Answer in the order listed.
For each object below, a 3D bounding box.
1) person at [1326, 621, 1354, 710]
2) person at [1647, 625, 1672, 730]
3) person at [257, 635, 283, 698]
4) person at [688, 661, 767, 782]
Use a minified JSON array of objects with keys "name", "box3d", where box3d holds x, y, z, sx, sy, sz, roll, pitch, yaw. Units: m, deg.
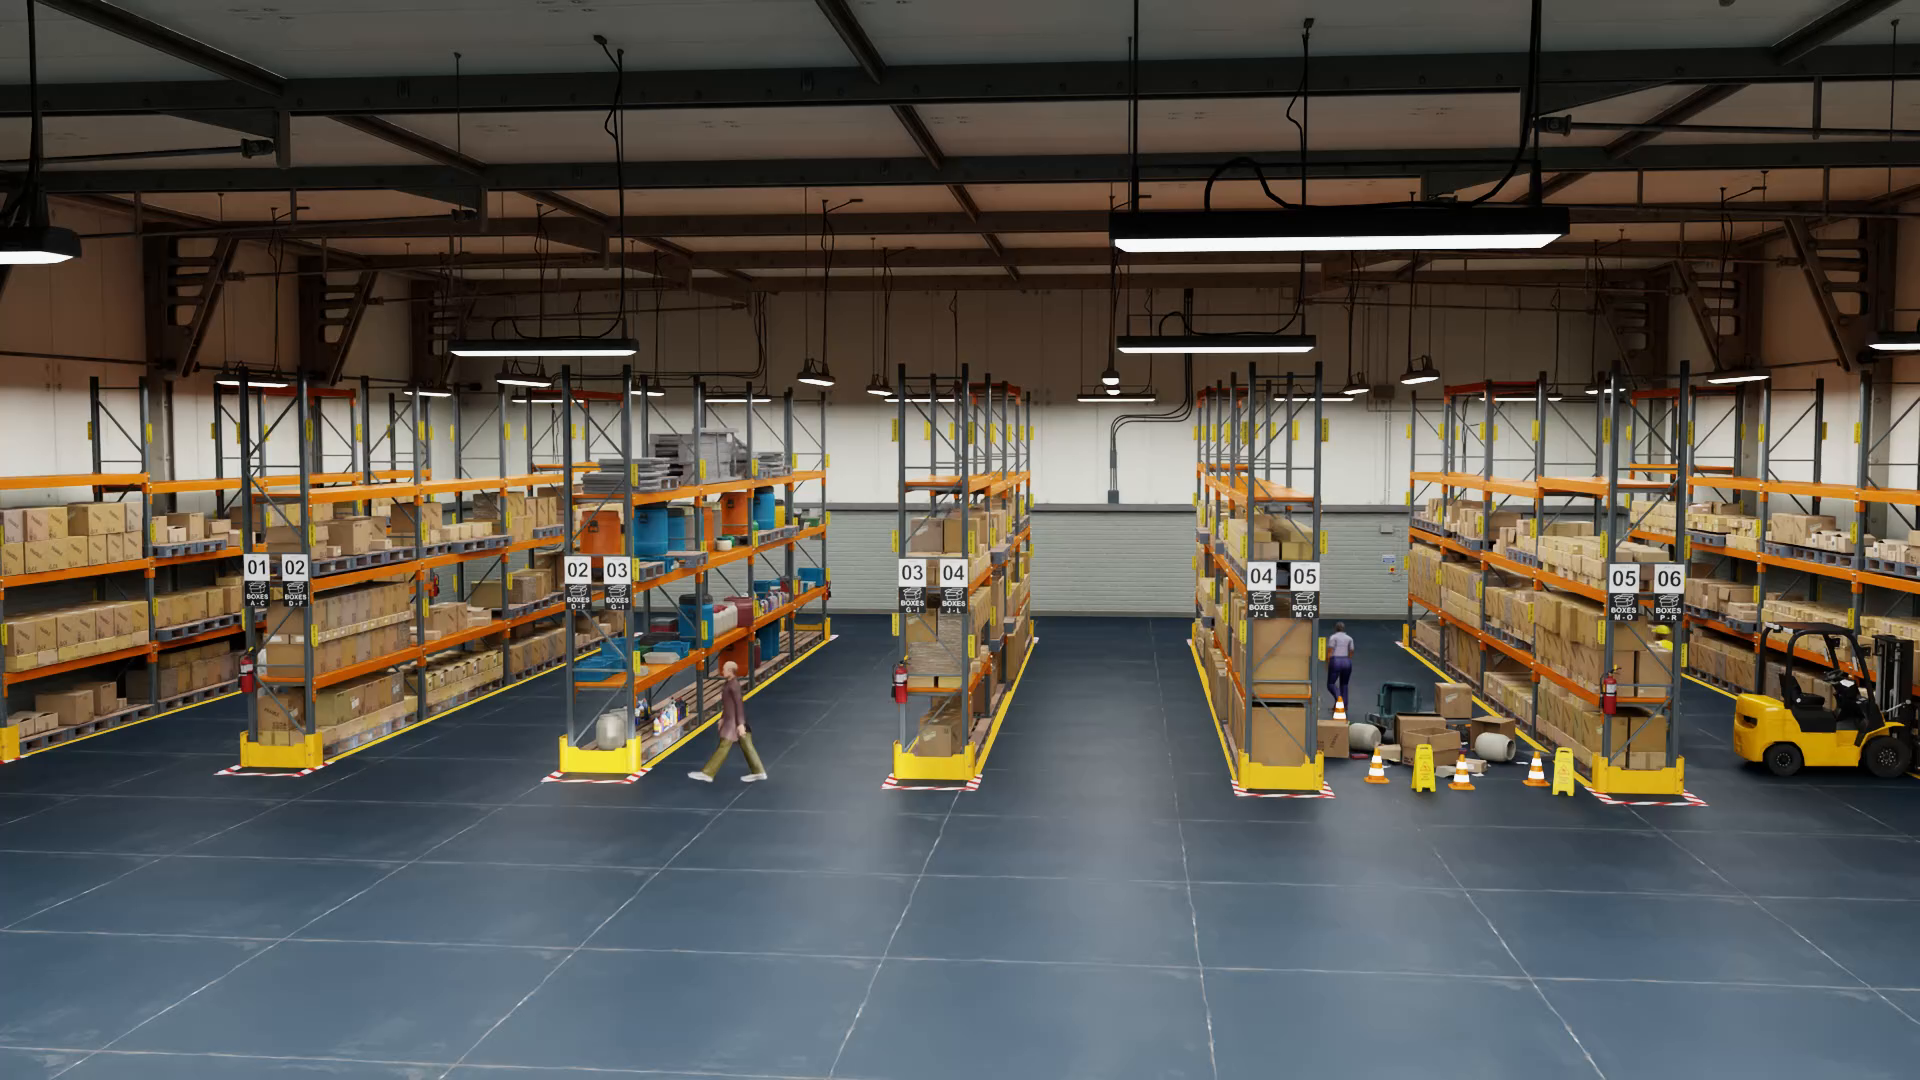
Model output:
[{"name":"person","box3d":[6.878,2.291,30.016,0.552,1.587,0.654,-1,4,-9]},{"name":"person","box3d":[11.877,2.344,28.085,0.533,1.809,0.602,0,4,1]},{"name":"person","box3d":[-11.557,2.383,27.775,0.458,1.625,0.934,0,4,-6]},{"name":"person","box3d":[-3.309,2.590,23.713,1.100,1.727,0.609,0,4,-2]}]
